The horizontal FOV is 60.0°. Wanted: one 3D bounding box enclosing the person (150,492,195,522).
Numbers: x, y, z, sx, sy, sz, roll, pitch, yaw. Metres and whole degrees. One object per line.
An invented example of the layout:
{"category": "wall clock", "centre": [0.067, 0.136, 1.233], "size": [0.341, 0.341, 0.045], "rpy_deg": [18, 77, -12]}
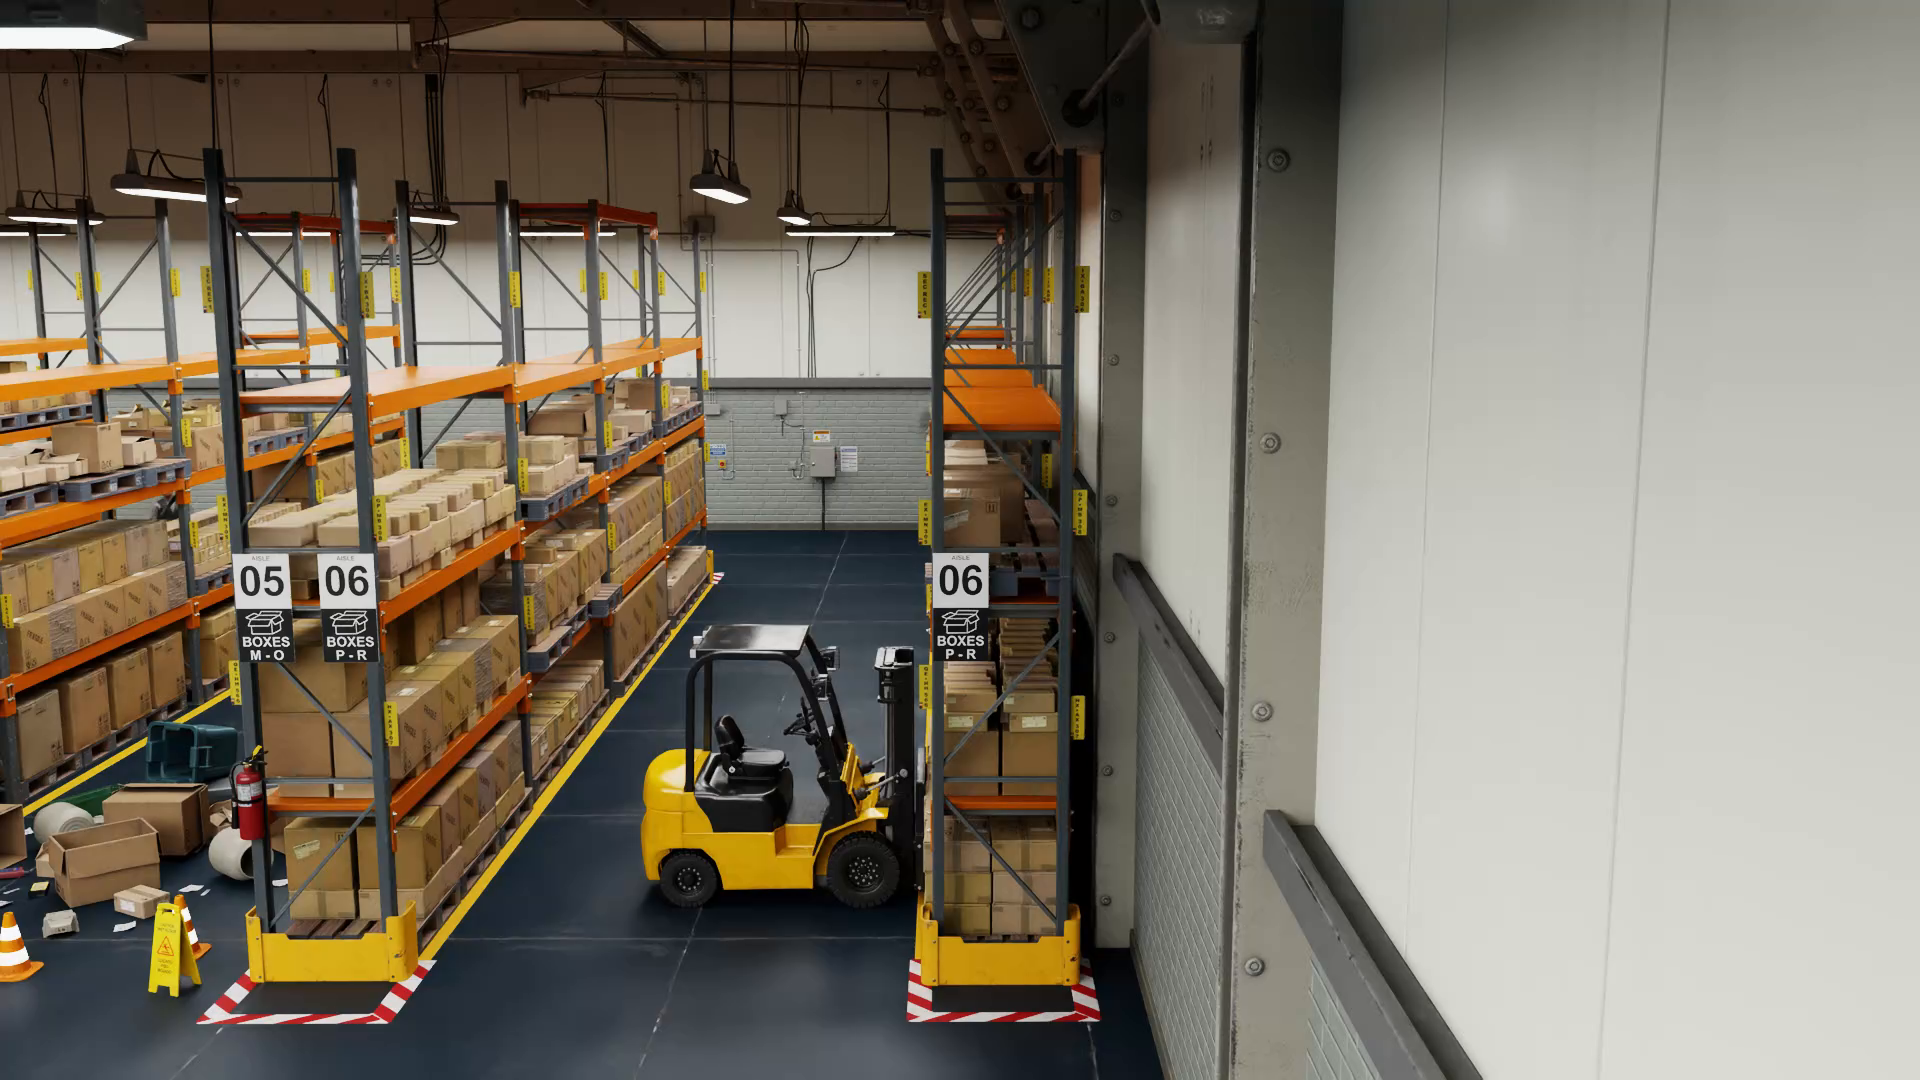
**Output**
{"category": "person", "centre": [-13.109, -0.084, 27.765], "size": [0.703, 1.694, 0.758], "rpy_deg": [-6, 11, -31]}
